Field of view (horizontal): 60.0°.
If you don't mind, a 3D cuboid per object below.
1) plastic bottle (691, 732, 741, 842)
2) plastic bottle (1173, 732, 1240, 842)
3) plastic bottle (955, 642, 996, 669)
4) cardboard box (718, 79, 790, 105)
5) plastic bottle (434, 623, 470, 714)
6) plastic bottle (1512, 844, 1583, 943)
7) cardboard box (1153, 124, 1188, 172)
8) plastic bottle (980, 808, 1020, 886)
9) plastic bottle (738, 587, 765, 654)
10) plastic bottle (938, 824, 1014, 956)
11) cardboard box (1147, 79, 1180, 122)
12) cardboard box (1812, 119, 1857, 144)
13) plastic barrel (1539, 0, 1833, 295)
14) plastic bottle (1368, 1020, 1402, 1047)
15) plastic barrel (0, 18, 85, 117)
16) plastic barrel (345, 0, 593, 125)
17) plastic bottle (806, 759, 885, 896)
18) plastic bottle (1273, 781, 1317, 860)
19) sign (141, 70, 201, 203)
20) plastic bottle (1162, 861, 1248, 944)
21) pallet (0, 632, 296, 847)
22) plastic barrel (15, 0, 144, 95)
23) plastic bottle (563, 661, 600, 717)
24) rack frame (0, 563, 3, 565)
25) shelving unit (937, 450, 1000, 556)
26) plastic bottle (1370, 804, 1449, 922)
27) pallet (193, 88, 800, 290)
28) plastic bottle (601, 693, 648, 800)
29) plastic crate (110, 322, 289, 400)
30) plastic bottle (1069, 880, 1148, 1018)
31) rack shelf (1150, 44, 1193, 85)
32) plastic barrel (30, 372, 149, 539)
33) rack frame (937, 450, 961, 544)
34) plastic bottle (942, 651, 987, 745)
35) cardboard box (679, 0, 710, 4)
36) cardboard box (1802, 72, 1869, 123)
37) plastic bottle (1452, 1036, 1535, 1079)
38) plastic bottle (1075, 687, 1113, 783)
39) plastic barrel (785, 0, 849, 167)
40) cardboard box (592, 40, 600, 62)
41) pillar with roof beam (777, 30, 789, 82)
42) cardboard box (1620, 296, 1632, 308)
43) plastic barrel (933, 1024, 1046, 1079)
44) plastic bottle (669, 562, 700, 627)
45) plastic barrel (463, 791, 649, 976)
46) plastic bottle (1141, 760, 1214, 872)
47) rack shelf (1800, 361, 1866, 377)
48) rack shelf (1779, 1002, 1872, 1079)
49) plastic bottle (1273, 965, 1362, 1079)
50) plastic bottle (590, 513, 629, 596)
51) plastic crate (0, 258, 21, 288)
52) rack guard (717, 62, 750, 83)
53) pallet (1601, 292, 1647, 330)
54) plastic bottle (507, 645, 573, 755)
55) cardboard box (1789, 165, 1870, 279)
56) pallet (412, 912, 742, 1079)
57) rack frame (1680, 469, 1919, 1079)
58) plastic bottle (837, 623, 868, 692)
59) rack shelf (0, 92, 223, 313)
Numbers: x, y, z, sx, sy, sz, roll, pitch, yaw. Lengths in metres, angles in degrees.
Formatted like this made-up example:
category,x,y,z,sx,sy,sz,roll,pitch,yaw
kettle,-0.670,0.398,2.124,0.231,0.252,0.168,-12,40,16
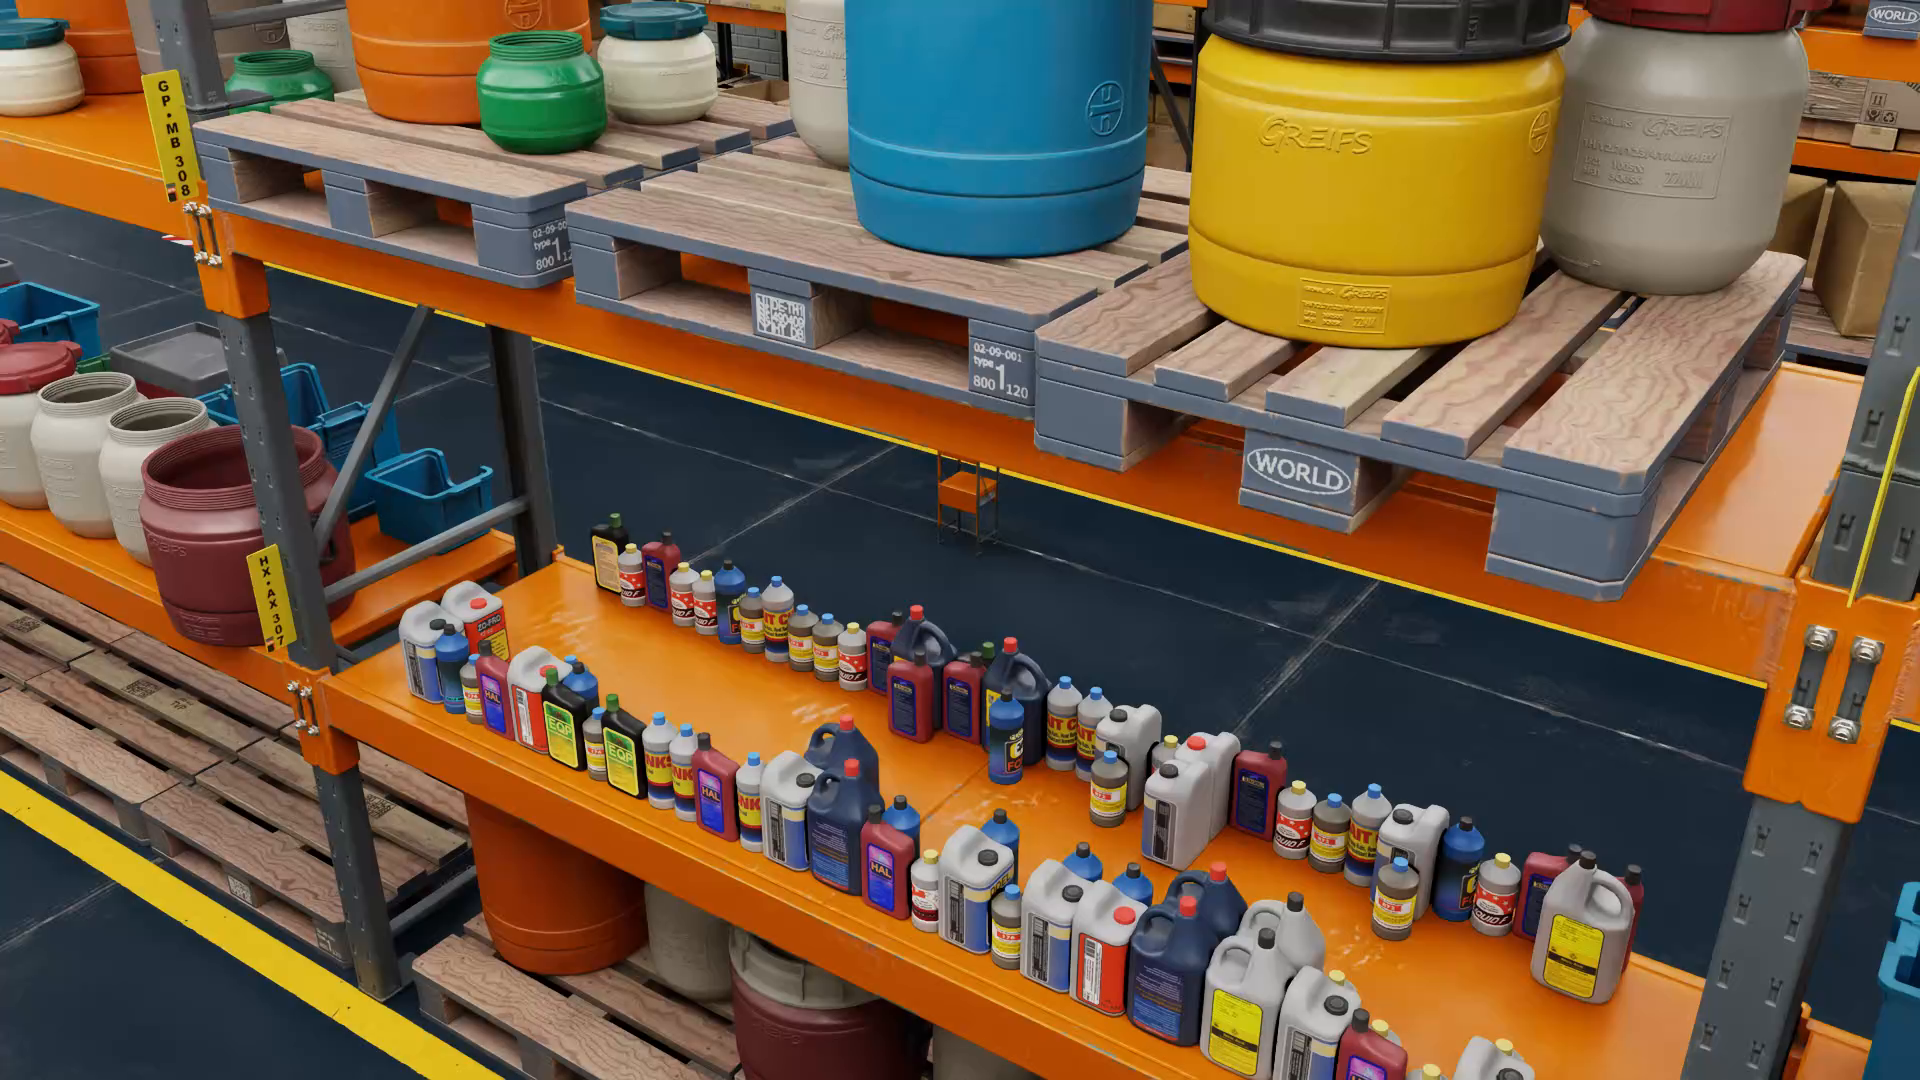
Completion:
category,x,y,z,sx,sy,sz,roll,pitch,yaw
plastic bottle,-0.629,0.638,4.318,0.133,0.283,0.061,17,32,30
plastic bottle,0.639,0.623,4.355,0.135,0.276,0.152,17,32,30
plastic bottle,0.051,0.412,4.763,0.133,0.283,0.061,17,32,30
cardboard box,-1.160,-2.544,10.332,0.500,0.500,0.500,20,33,34
plastic bottle,-1.475,0.369,4.859,0.097,0.271,0.097,0,27,0
plastic bottle,1.398,0.831,3.938,0.133,0.283,0.061,17,32,30
cardboard box,2.051,-3.330,14.258,0.500,0.500,0.700,18,32,31
plastic bottle,0.097,0.775,4.061,0.097,0.271,0.097,0,27,0
plastic bottle,-0.638,0.244,5.183,0.097,0.201,0.097,0,27,0
plastic bottle,0.041,0.825,3.959,0.135,0.276,0.152,17,32,30
cardboard box,1.564,-3.813,14.379,0.500,0.250,0.500,17,31,29
cardboard box,5.914,-2.787,11.175,0.250,0.149,0.380,17,32,30
plastic barrel,1.276,-0.746,2.989,0.433,0.535,0.433,0,27,0
plastic bottle,0.874,1.099,3.503,0.097,0.201,0.097,0,27,0
plastic barrel,-2.909,-1.475,5.185,0.301,0.262,0.301,0,27,0
plastic barrel,-1.263,-1.529,4.203,0.708,0.830,0.600,17,32,30
plastic bottle,-0.283,0.693,4.136,0.185,0.351,0.144,17,32,30
plastic bottle,0.860,0.710,4.266,0.097,0.201,0.097,0,27,0
sign,-2.035,-1.043,4.300,0.005,0.325,0.100,17,32,30
plastic bottle,0.555,0.874,3.780,0.185,0.351,0.144,17,32,30
pallet,-3.347,0.756,7.032,1.213,0.211,1.003,17,32,30
plastic barrel,-2.822,-1.948,5.490,0.708,0.830,0.600,17,32,30
plastic bottle,-1.059,0.465,4.670,0.097,0.271,0.097,0,27,0
rack frame,-5.026,-0.987,7.383,0.127,3.000,1.000,17,32,30
shelving unit,0.044,-0.454,8.485,0.252,1.050,0.215,17,32,30
plastic bottle,1.101,0.767,4.072,0.135,0.276,0.152,17,32,30
pallet,-1.154,-0.980,4.269,1.213,0.211,1.003,17,32,30
plastic bottle,-0.899,0.553,4.484,0.133,0.283,0.061,17,32,30
plastic crate,-2.888,-0.518,6.390,0.583,0.464,0.402,17,32,30
plastic bottle,0.344,0.919,3.774,0.135,0.276,0.152,17,32,30
rack shelf,2.232,-3.857,13.815,4.000,0.370,1.077,17,32,30
plastic barrel,-3.045,-0.302,5.914,0.421,0.512,0.421,0,27,0
rack frame,-0.056,-0.485,8.546,0.008,1.050,0.200,17,32,30
plastic bottle,0.016,0.434,4.718,0.133,0.283,0.061,17,32,30
cardboard box,-2.492,-5.416,16.229,0.500,0.250,0.500,16,31,29
cardboard box,5.819,-3.107,11.087,0.500,0.500,0.500,17,32,30
plastic bottle,1.060,1.142,3.335,0.135,0.276,0.152,17,32,30
plastic bottle,0.368,0.526,4.551,0.097,0.271,0.097,0,27,0
plastic barrel,-0.182,-1.146,3.774,0.433,0.535,0.433,0,27,0
cardboard box,-2.564,-3.161,10.830,0.250,0.149,0.380,17,32,30
pillar with roof beam,-4.085,-6.926,12.438,0.400,9.000,9.100,17,32,30
cardboard box,2.885,-1.446,7.711,0.500,0.500,0.700,9,28,18
plastic barrel,0.131,1.482,4.810,0.421,0.512,0.421,0,27,0
plastic bottle,-0.879,0.169,5.331,0.097,0.201,0.097,0,27,0
plastic barrel,-1.316,0.939,5.527,0.708,0.830,0.600,17,32,30
plastic bottle,0.553,0.680,4.243,0.135,0.276,0.152,17,32,30
rack shelf,2.727,-0.977,8.155,4.000,0.370,1.077,17,32,30
rack shelf,3.217,1.901,2.500,4.000,0.370,1.077,17,32,30
plastic bottle,0.759,1.048,3.520,0.135,0.276,0.152,17,32,30
plastic bottle,-1.154,0.036,5.500,0.133,0.283,0.061,17,32,30
plastic crate,-4.454,-1.006,7.349,0.583,0.464,0.402,17,32,30
rack guard,-2.651,-4.585,17.208,0.348,0.500,1.175,17,32,30
pallet,2.684,-1.228,8.067,1.213,0.211,1.003,17,32,30
plastic bottle,-1.174,0.446,4.703,0.135,0.276,0.152,17,32,30
cardboard box,5.834,-2.211,11.695,0.750,0.750,0.750,18,32,32
pallet,-1.055,1.470,5.629,1.213,0.211,1.003,17,32,30
rack frame,1.568,1.067,3.346,0.127,3.000,1.000,17,32,30
plastic bottle,-0.317,0.344,4.987,0.097,0.201,0.097,0,27,0
rack shelf,-3.377,-1.490,5.856,4.000,0.370,1.077,17,32,30
